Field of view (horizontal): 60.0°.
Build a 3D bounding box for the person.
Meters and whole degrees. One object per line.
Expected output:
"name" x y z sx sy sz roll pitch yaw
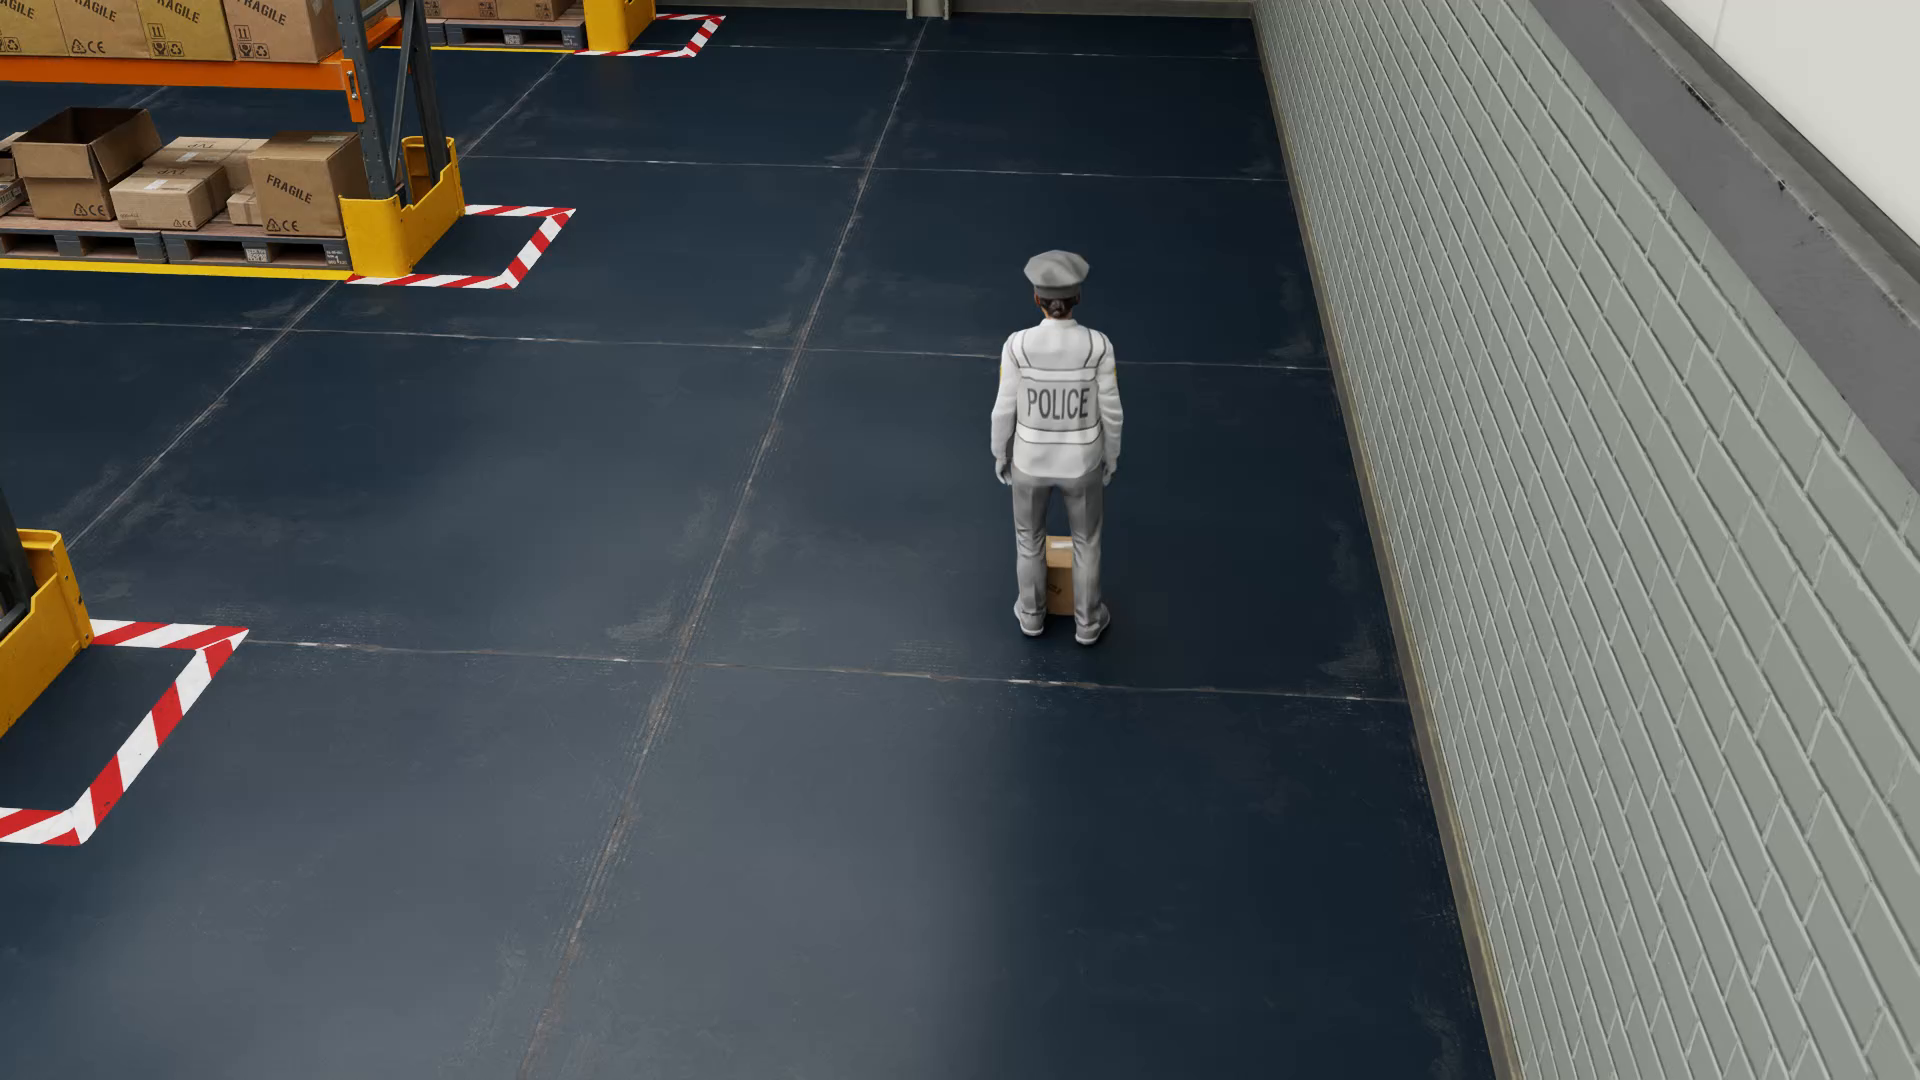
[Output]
"person" 0.383 -0.327 6.653 0.517 1.663 0.412 1 32 2
